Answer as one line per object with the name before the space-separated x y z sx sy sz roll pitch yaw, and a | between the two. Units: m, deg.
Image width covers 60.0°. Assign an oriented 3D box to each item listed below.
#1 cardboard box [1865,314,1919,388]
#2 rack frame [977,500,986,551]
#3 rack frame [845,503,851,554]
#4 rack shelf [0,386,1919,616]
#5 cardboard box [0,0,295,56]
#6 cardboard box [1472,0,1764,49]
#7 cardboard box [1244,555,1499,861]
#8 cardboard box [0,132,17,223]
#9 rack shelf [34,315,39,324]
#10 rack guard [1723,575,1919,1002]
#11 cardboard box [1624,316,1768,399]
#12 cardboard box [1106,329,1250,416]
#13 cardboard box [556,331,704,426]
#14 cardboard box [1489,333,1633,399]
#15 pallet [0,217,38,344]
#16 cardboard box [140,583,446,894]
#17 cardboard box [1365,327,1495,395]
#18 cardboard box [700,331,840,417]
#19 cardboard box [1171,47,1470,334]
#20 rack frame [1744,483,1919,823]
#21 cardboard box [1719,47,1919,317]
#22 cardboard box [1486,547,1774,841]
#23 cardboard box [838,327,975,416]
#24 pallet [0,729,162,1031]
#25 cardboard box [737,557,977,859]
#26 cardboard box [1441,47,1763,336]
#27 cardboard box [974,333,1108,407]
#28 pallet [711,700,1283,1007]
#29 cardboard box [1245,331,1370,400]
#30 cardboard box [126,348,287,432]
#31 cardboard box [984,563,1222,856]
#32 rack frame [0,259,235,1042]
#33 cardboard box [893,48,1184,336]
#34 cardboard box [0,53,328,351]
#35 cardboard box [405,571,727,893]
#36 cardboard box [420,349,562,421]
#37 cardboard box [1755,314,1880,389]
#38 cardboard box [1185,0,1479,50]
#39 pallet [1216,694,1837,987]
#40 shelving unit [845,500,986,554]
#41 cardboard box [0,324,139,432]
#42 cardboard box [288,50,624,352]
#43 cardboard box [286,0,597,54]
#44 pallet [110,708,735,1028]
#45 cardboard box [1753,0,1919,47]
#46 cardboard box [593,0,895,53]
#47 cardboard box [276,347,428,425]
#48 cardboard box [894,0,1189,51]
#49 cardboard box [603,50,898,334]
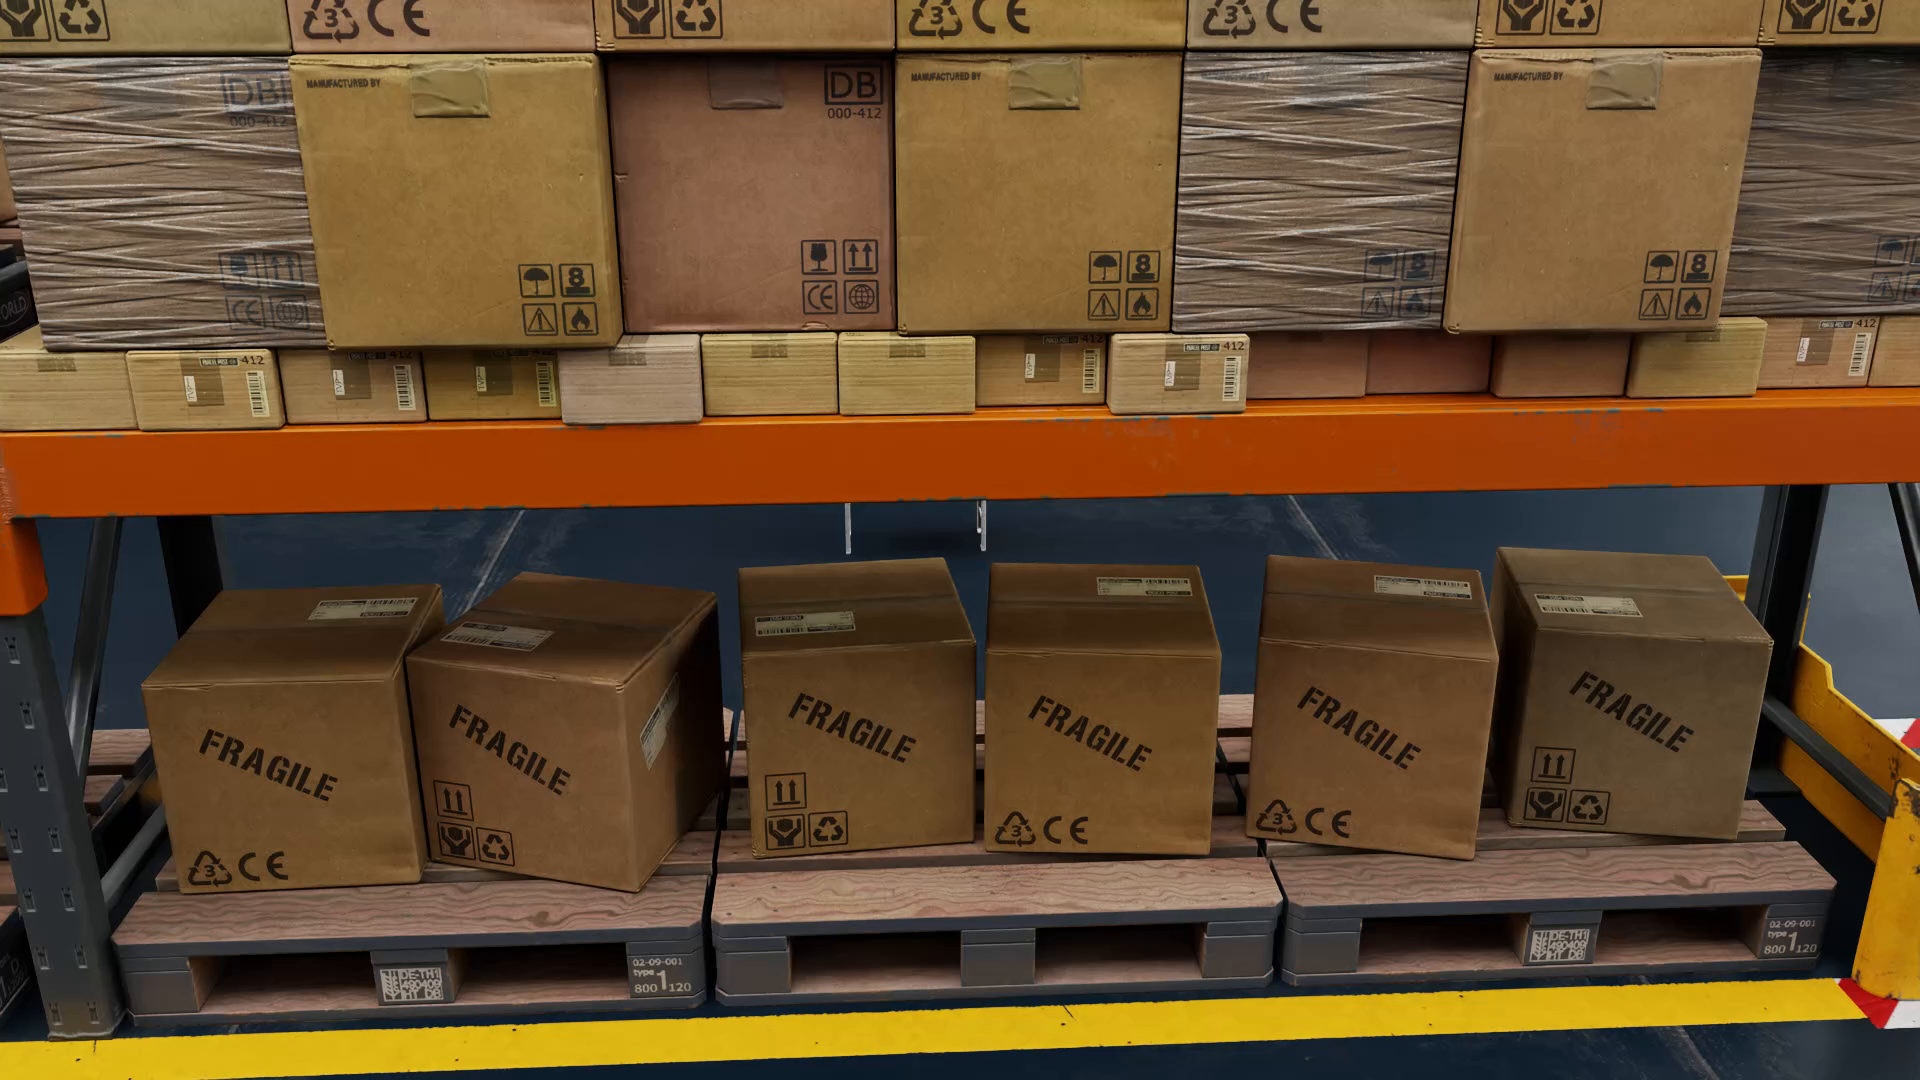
cardboard box | 1.885 -0.435 3.400 0.250 0.149 0.380 -1 21 -3
rack frame | 0.078 -0.562 5.912 0.015 1.200 0.240 -1 21 -3
rack frame | -0.409 -0.552 5.886 0.015 1.200 0.240 -1 21 -3
rack shelf | 0.161 -0.254 3.584 4.000 0.370 1.077 -1 21 -3
cardboard box | -1.372 -1.122 2.888 0.500 0.500 0.500 -1 21 -3
cardboard box | 1.124 -1.173 3.022 0.500 0.500 0.500 -1 21 -3
cardboard box | 0.939 0.372 3.851 0.500 0.500 0.500 4 21 11
cardboard box | -2.637 -1.060 3.256 1.000 1.000 1.000 -1 21 -3
rack shelf | -3.832 -0.173 3.371 4.000 0.370 1.077 -1 21 -3
rack guard | 2.082 0.539 4.003 0.348 0.500 1.175 -1 21 -3
cardboard box | 1.389 -0.406 3.325 0.250 0.149 0.380 -1 21 -3
cardboard box | 0.393 -0.367 3.222 0.250 0.149 0.380 -1 21 -3
cardboard box | -0.605 -0.344 3.162 0.250 0.149 0.380 -1 21 -3
cardboard box | 1.138 -0.407 3.327 0.250 0.149 0.380 -1 21 -3
pallet | -2.607 -0.496 3.478 1.213 0.211 1.003 -1 21 -3
cardboard box | -1.434 0.428 3.703 0.500 0.500 0.500 -2 21 -5
cardboard box | 0.886 -0.416 3.352 0.250 0.149 0.380 -1 21 -3
cardboard box | -0.357 -0.364 3.214 0.250 0.149 0.380 -1 21 -3
cardboard box | 0.613 -0.768 3.363 0.500 0.500 0.875 -1 21 -3
rack frame | 2.158 -0.631 3.563 0.127 3.000 1.000 -1 21 -3
cardboard box | 1.607 -0.815 3.488 0.500 0.500 0.875 -1 21 -3
cardboard box | 1.533 0.348 3.915 0.500 0.500 0.500 3 21 7
cardboard box | -0.107 -0.365 3.217 0.250 0.149 0.380 -1 21 -3
pallet | -2.613 0.770 3.803 1.213 0.211 1.003 -1 21 -3
cardboard box | -0.247 0.373 3.847 0.500 0.500 0.500 -3 21 -8
cardboard box | 1.115 -0.763 3.350 0.500 0.500 0.875 -1 21 -3
cardboard box | 0.140 -0.386 3.273 0.250 0.149 0.380 -1 21 -3
pallet | 0.054 0.701 3.982 1.213 0.211 1.003 -1 21 -3
cardboard box | 0.638 -0.403 3.318 0.250 0.149 0.380 -1 21 -3
cardboard box | -1.354 -0.330 3.126 0.250 0.149 0.380 -1 21 -3
cardboard box | 0.312 0.378 3.835 0.500 0.500 0.500 1 21 2
rack frame | -1.836 -0.550 3.349 0.127 3.000 1.000 -1 21 -3
cardboard box | 0.113 -0.762 3.348 0.500 0.500 0.875 -1 21 -3
cardboard box | -1.383 -0.723 3.245 0.500 0.500 0.875 -1 21 -3
cardboard box | -0.863 0.414 3.741 0.500 0.500 0.500 5 22 14
cardboard box | -0.856 -0.354 3.187 0.250 0.149 0.380 -1 21 -3
cardboard box | 1.635 -0.430 3.387 0.250 0.149 0.380 -1 21 -3
cardboard box | 0.625 -1.164 2.998 0.500 0.500 0.500 -1 21 -3
pallet | 1.269 0.678 4.044 1.213 0.211 1.003 -1 21 -3
shelving unit | -0.165 -0.557 5.899 0.503 1.200 0.258 -1 21 -3
cardboard box | -1.604 -0.330 3.125 0.250 0.149 0.380 -1 21 -3
cardboard box | -0.882 -0.720 3.239 0.500 0.500 0.875 -1 21 -3
cardboard box | -0.873 -1.132 2.916 0.500 0.500 0.500 -1 21 -3
pallet | -1.167 0.727 3.914 1.213 0.211 1.003 -1 21 -3
cardboard box | 1.623 -1.185 3.054 0.500 0.500 0.500 -1 21 -3
cardboard box | -0.374 -1.142 2.942 0.500 0.500 0.500 -1 21 -3
cardboard box | -1.106 -0.345 3.165 0.250 0.149 0.380 -1 21 -3
cardboard box | 0.125 -1.156 2.979 0.500 0.500 0.500 -1 21 -3
cardboard box | -0.388 -0.766 3.359 0.500 0.500 0.875 -1 21 -3
